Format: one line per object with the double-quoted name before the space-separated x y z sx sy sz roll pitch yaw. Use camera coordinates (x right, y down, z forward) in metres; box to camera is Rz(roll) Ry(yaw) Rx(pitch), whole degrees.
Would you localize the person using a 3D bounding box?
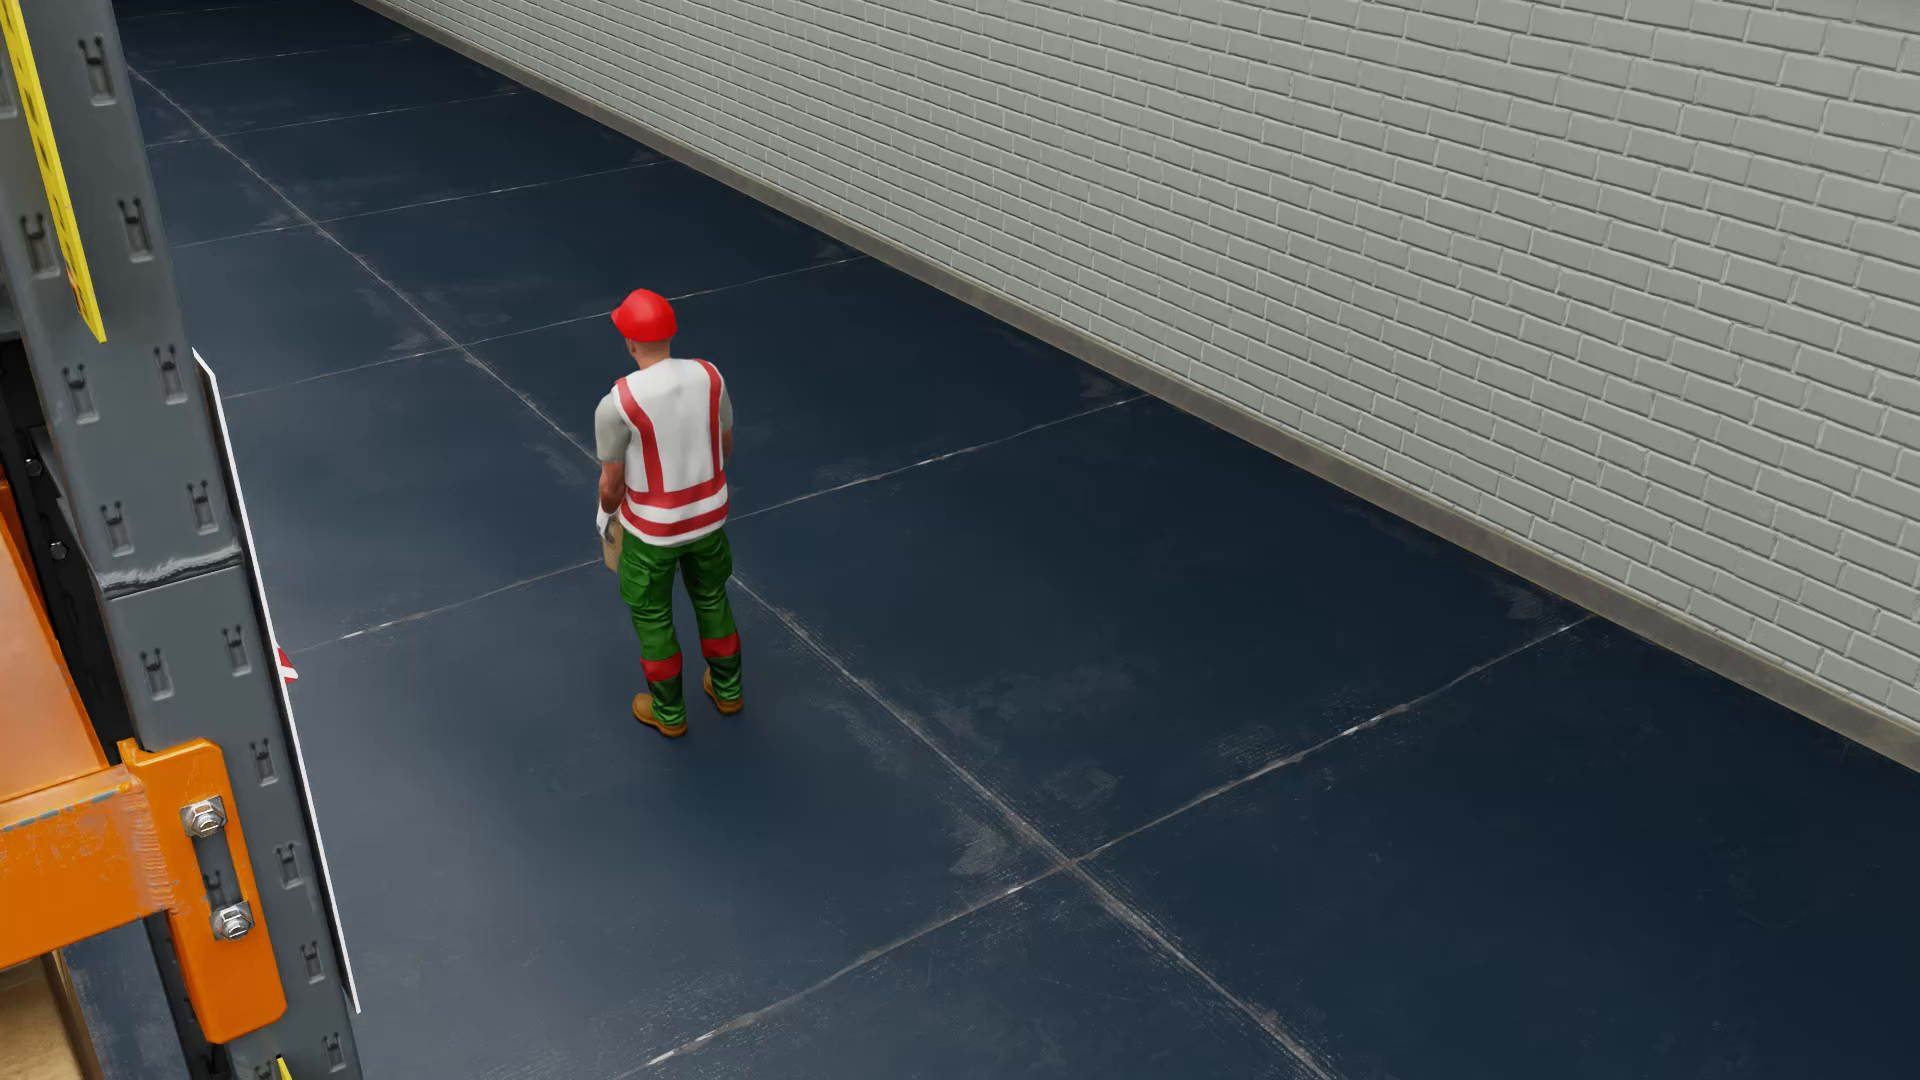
"person" -1.094 -0.084 6.253 0.541 1.789 0.425 -19 34 -32
